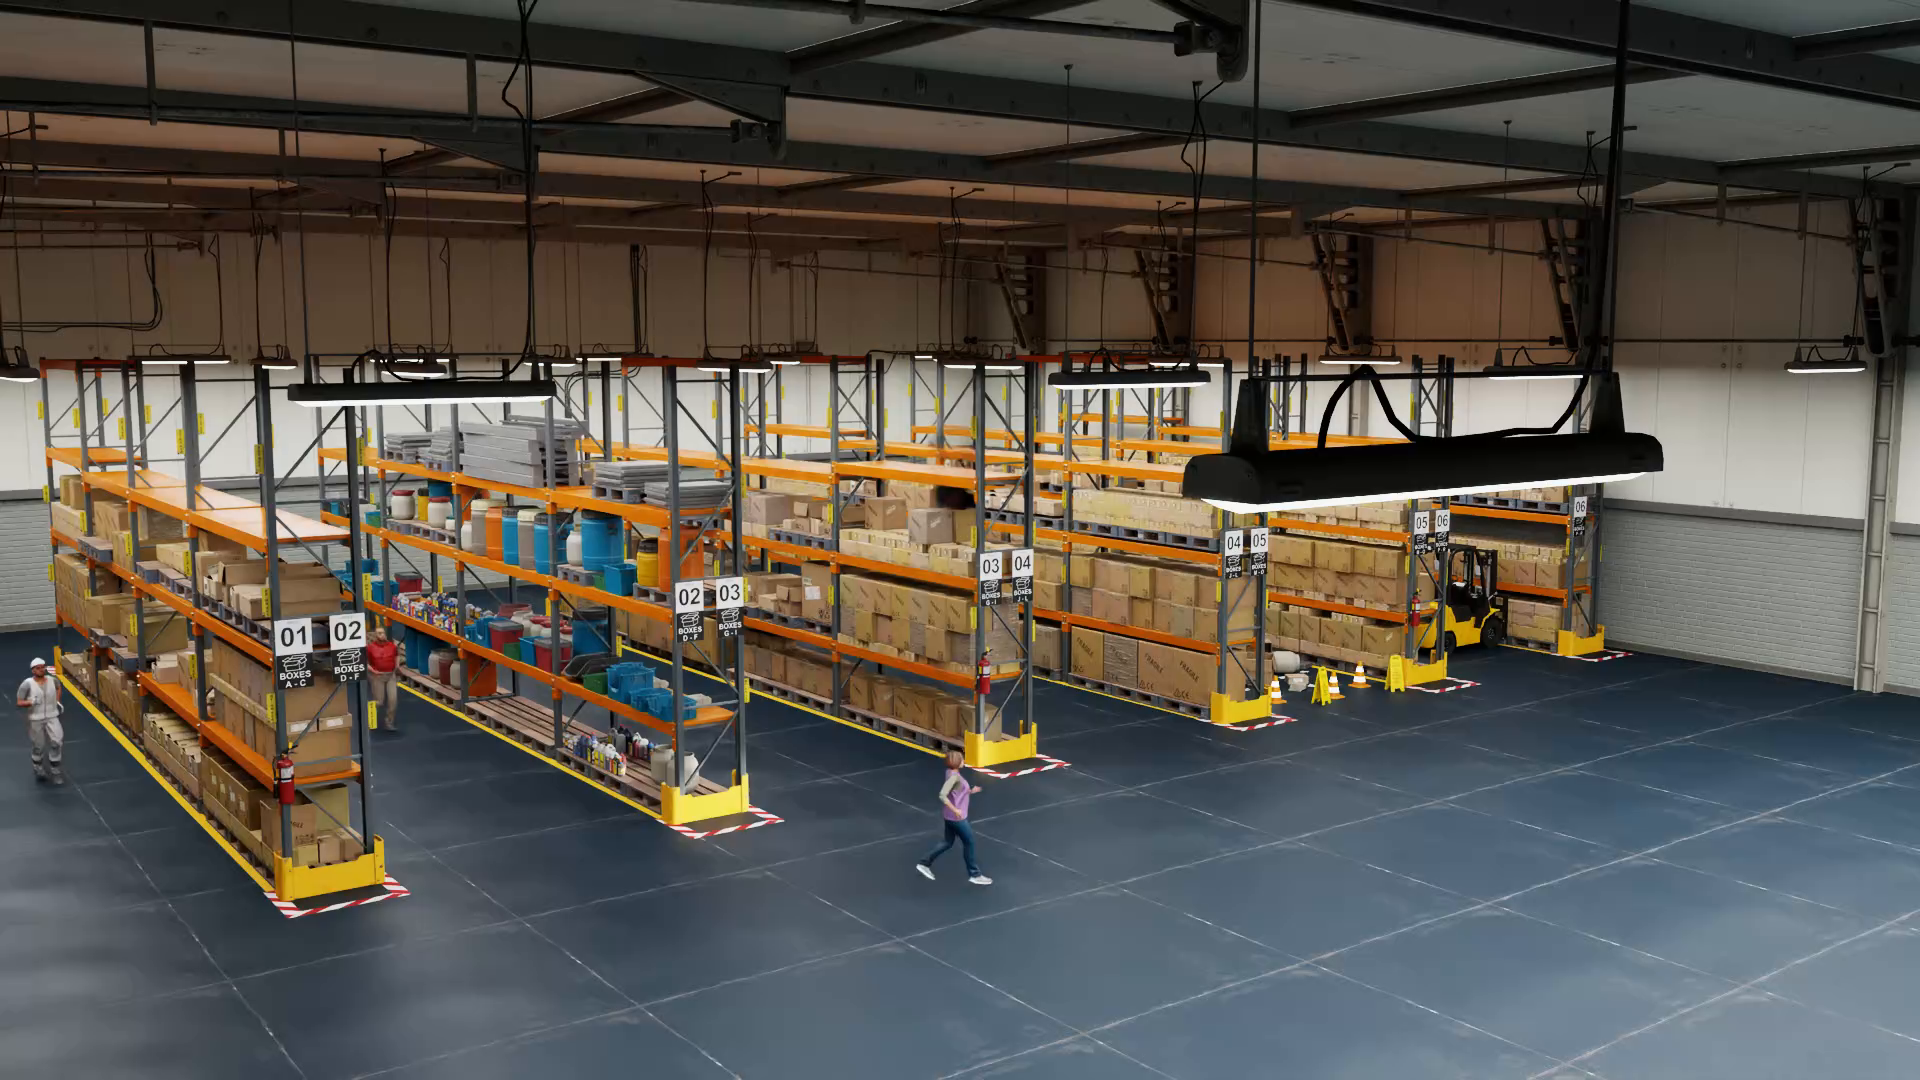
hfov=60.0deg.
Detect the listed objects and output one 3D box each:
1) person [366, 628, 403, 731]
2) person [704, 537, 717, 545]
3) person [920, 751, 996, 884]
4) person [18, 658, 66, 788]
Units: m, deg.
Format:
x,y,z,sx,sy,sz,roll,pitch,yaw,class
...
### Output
x,y,z,sx,sy,sz,roll,pitch,yaw,class
-9.378,2.254,27.059,0.661,1.673,0.627,-6,9,-41,person
-6.044,0.660,40.154,0.752,1.730,0.550,1,7,7,person
-0.020,3.214,19.243,0.891,1.569,0.539,-1,7,-12,person
-13.088,2.589,23.745,0.640,1.839,0.782,-6,9,-42,person
